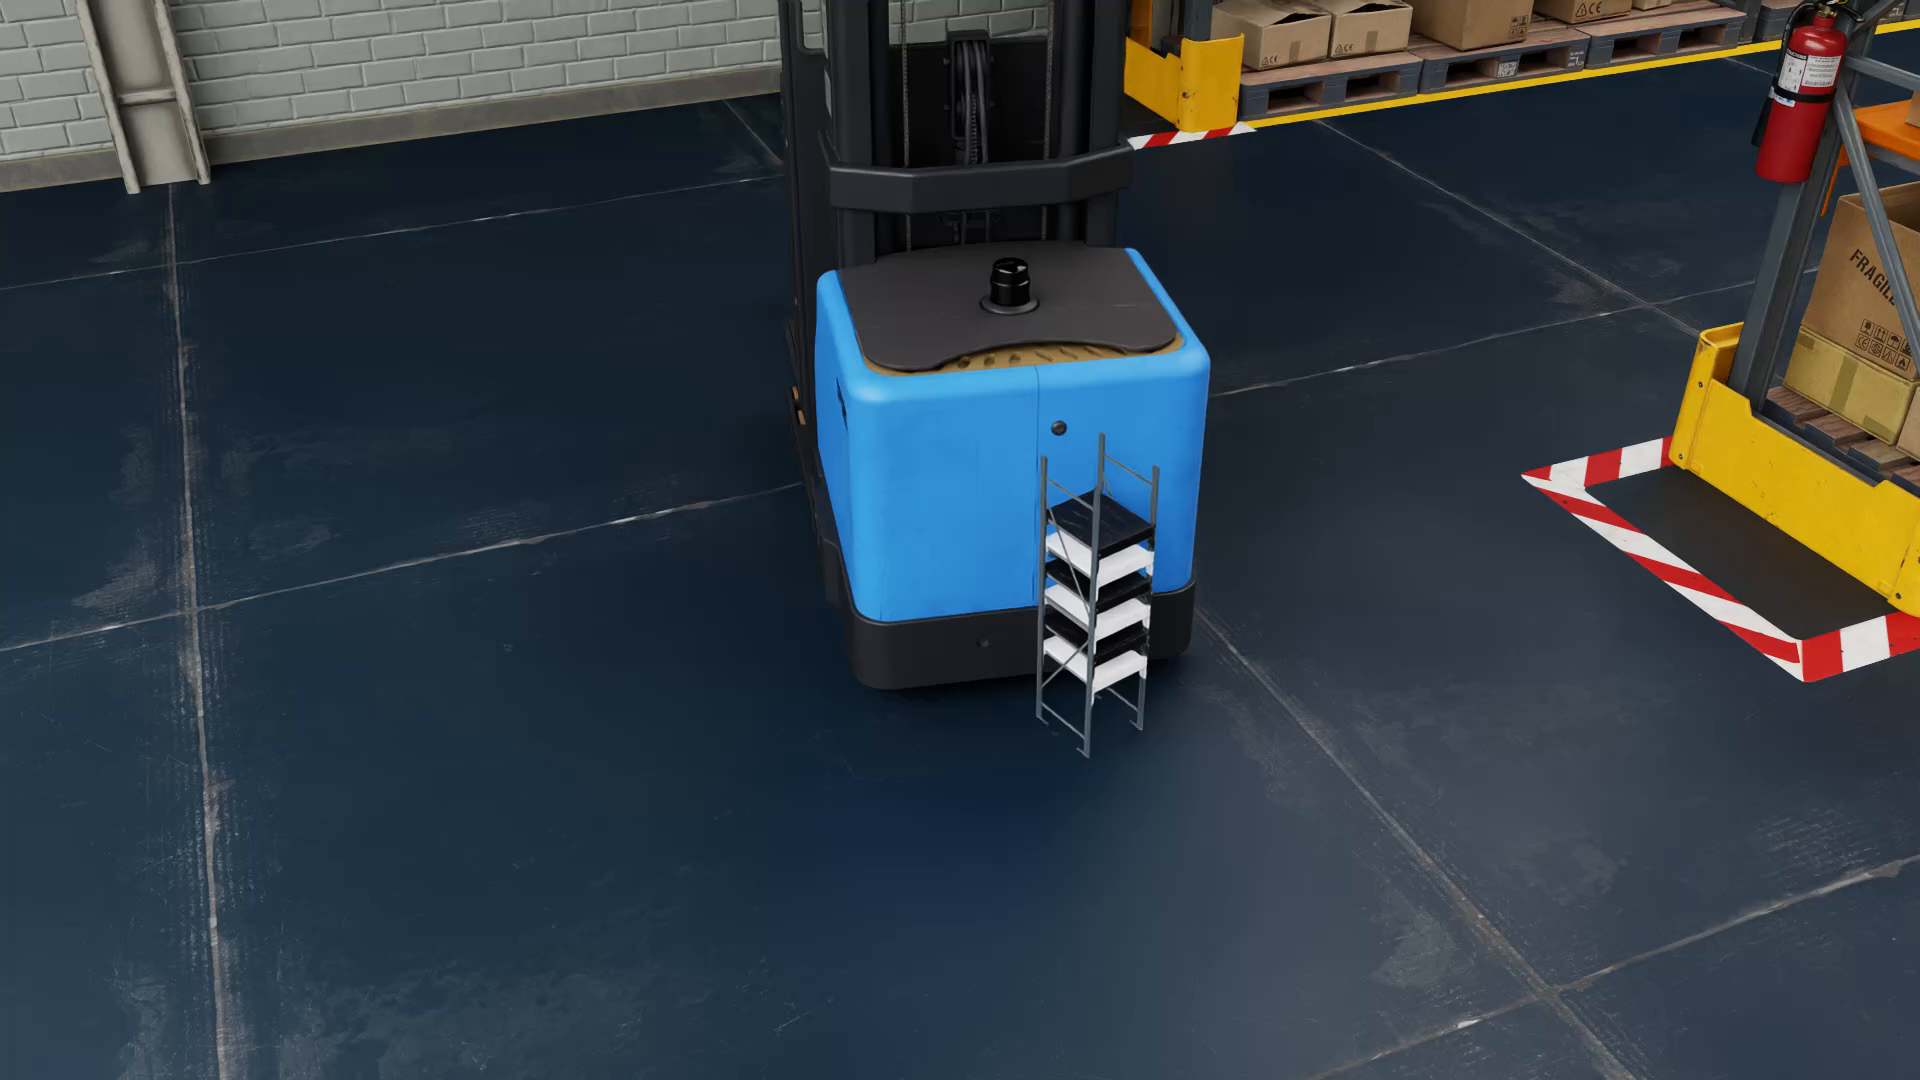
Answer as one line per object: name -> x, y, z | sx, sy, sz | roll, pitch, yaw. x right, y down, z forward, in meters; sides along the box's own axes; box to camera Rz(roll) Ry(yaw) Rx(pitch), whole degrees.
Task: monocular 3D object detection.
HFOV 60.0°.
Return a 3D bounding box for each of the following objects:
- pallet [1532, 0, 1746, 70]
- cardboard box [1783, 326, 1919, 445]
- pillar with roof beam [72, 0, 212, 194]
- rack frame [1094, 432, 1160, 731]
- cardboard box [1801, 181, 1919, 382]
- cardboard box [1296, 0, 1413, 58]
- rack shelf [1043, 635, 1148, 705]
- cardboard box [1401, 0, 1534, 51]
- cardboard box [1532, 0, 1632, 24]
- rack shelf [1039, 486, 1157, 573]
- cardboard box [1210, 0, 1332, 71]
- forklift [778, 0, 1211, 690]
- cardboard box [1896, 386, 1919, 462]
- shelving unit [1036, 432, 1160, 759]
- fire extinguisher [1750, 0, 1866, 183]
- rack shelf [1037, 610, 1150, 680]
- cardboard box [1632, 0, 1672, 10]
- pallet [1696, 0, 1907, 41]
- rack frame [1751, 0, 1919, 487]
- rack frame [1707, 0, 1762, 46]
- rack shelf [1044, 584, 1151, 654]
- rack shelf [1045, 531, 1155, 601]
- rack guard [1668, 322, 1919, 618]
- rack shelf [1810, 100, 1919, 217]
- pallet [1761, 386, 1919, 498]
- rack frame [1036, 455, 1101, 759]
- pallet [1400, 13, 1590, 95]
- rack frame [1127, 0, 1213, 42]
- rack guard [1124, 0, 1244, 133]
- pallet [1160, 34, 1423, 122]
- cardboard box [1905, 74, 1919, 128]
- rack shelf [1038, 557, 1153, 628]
pallet -> 4.199, -3.335, 10.681 | 1.213, 0.211, 1.003 | -13, 35, -19
cardboard box -> 3.418, -0.614, 6.079 | 0.500, 0.250, 0.500 | -13, 35, -19
pillar with roof beam -> -2.439, -3.484, 2.854 | 0.400, 9.000, 9.100 | -13, 35, -19
rack frame -> 0.459, 0.133, 4.716 | 0.006, 0.900, 0.240 | -23, 39, -29
cardboard box -> 3.417, -0.929, 5.876 | 0.500, 0.500, 0.500 | -13, 35, -19
cardboard box -> 2.315, -3.097, 9.821 | 0.500, 0.311, 0.500 | -10, 34, -15
rack shelf -> 0.379, 0.345, 4.784 | 0.200, 0.077, 0.258 | -23, 39, -29
cardboard box -> 3.011, -3.306, 9.969 | 0.500, 0.500, 0.700 | -15, 36, -22
cardboard box -> 3.863, -3.560, 10.360 | 0.500, 0.500, 0.500 | -16, 36, -22
rack shelf -> 0.374, -0.031, 4.535 | 0.200, 0.077, 0.258 | -23, 39, -29
cardboard box -> 1.789, -2.977, 9.636 | 0.500, 0.311, 0.500 | -17, 37, -24
forklift -> -0.062, -1.577, 5.487 | 1.130, 2.935, 3.031 | -6, 34, -9
cardboard box -> 3.618, -0.353, 5.678 | 0.500, 0.250, 0.500 | -13, 35, -19
shelving unit -> 0.377, 0.167, 4.666 | 0.210, 0.900, 0.258 | -23, 39, -29
fire extinguisher -> 2.749, -1.504, 5.383 | 0.183, 0.674, 0.296 | -13, 35, -19
rack shelf -> 0.378, 0.270, 4.734 | 0.200, 0.077, 0.258 | -23, 39, -29
cardboard box -> 4.323, -3.532, 10.622 | 0.250, 0.166, 0.380 | -18, 37, -25
pallet -> 5.522, -3.659, 11.180 | 1.213, 0.211, 1.003 | -13, 35, -19
rack frame -> 3.036, -1.330, 5.043 | 0.053, 2.616, 0.949 | -13, 35, -19
rack frame -> 4.805, -4.663, 10.166 | 0.127, 3.000, 1.000 | -13, 35, -19
rack shelf -> 0.377, 0.194, 4.684 | 0.200, 0.077, 0.258 | -23, 39, -29
rack shelf -> 0.375, 0.044, 4.585 | 0.200, 0.077, 0.258 | -23, 39, -29
rack guard -> 3.015, -0.275, 5.715 | 0.348, 0.500, 1.175 | -13, 35, -19
rack shelf -> 4.882, -1.449, 5.886 | 4.000, 0.370, 1.077 | -13, 35, -19
pallet -> 3.726, -0.342, 6.082 | 1.213, 0.211, 1.003 | -13, 35, -19
rack frame -> 0.295, 0.201, 4.616 | 0.006, 0.900, 0.240 | -23, 39, -29
pallet -> 3.072, -3.075, 10.282 | 1.213, 0.211, 1.003 | -13, 35, -19
rack frame -> 1.116, -3.818, 8.868 | 0.127, 3.000, 1.000 | -13, 35, -19
rack guard -> 1.186, -2.787, 9.574 | 0.348, 0.500, 1.175 | -13, 35, -19
pallet -> 1.949, -2.819, 9.890 | 1.213, 0.211, 1.003 | -13, 35, -19
cardboard box -> 3.473, -1.462, 5.155 | 0.500, 0.500, 0.700 | -13, 35, -19
rack shelf -> 0.376, 0.119, 4.635 | 0.200, 0.077, 0.258 | -23, 39, -29
